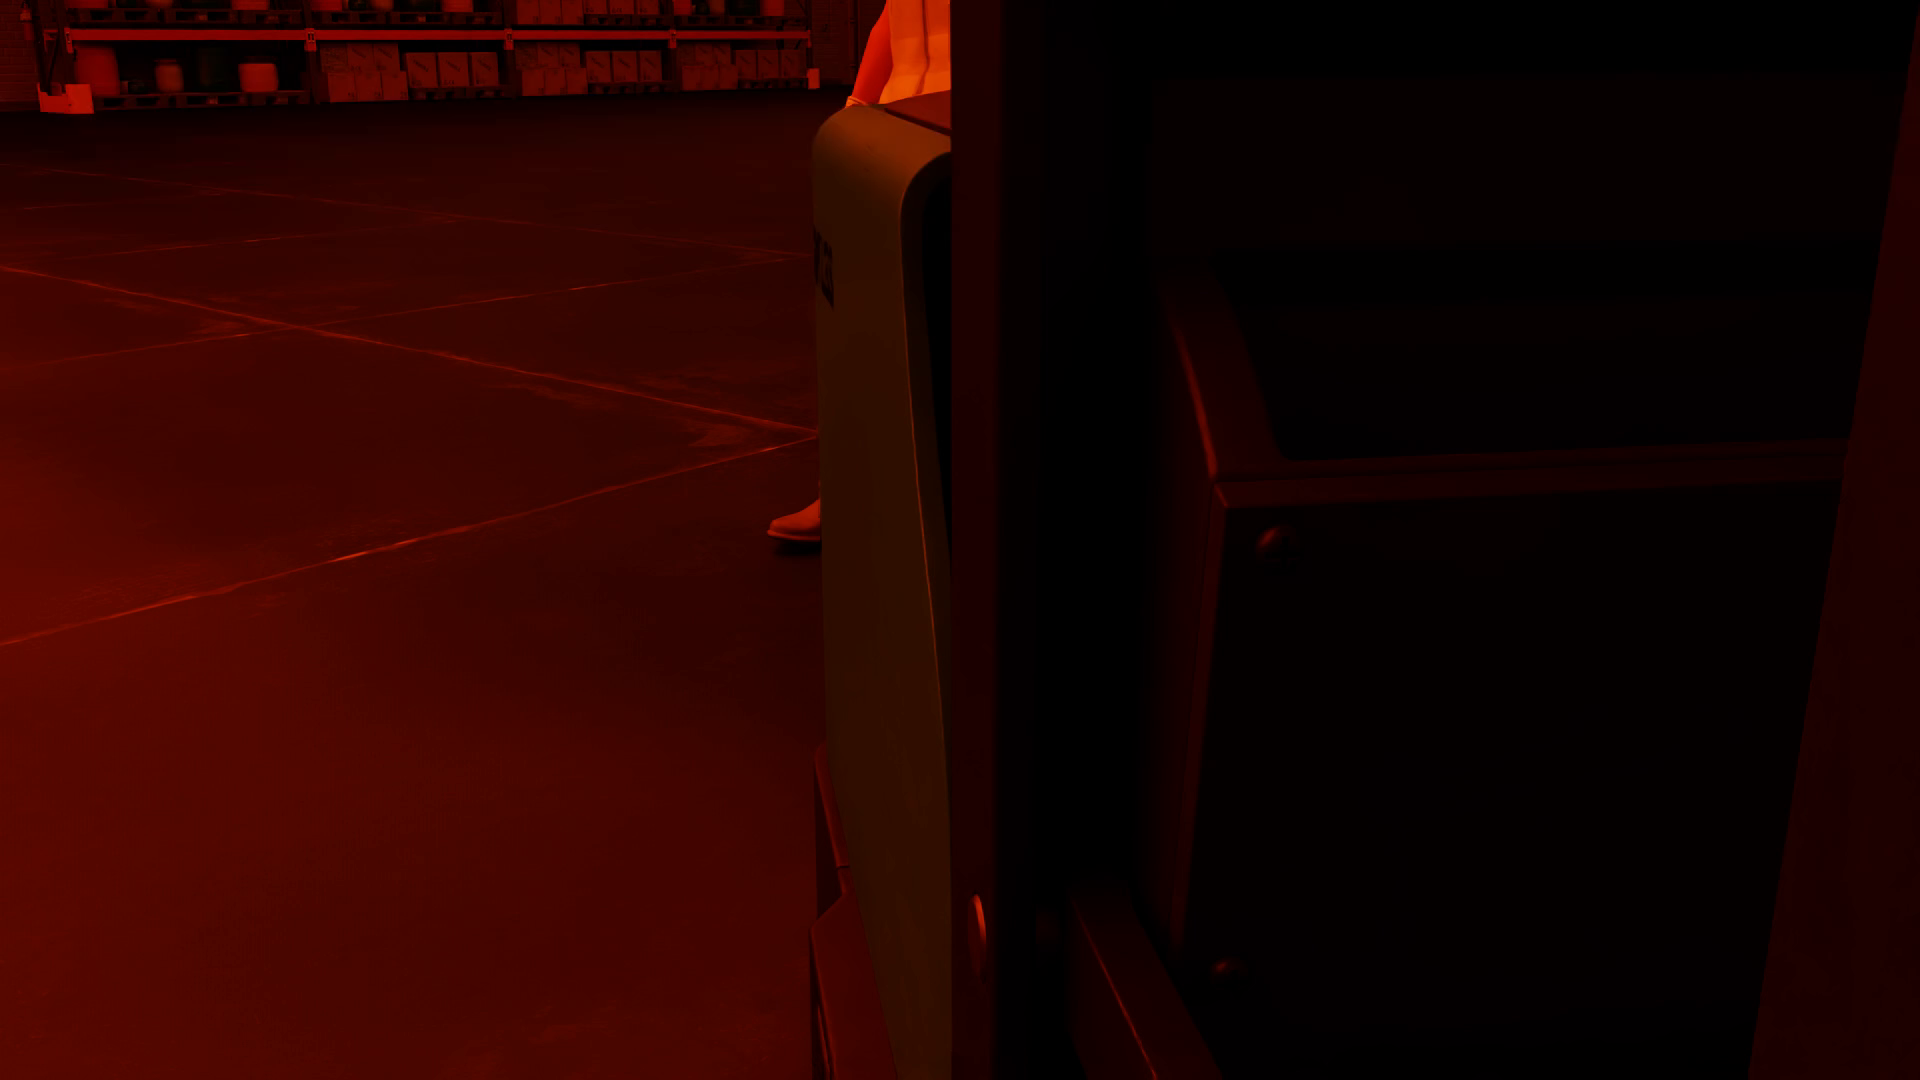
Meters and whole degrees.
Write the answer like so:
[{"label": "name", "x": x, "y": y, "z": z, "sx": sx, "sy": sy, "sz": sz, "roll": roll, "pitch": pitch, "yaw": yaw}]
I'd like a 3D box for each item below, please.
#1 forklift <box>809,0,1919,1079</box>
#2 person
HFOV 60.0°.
[{"label": "forklift", "x": 0.581, "y": -0.462, "z": 0.419, "sx": 1.130, "sy": 2.935, "sz": 3.031, "roll": -3, "pitch": 17, "yaw": -9}, {"label": "person", "x": -0.060, "y": -0.847, "z": 3.627, "sx": 0.638, "sy": 1.789, "sz": 0.562, "roll": 13, "pitch": 21, "yaw": 37}]
